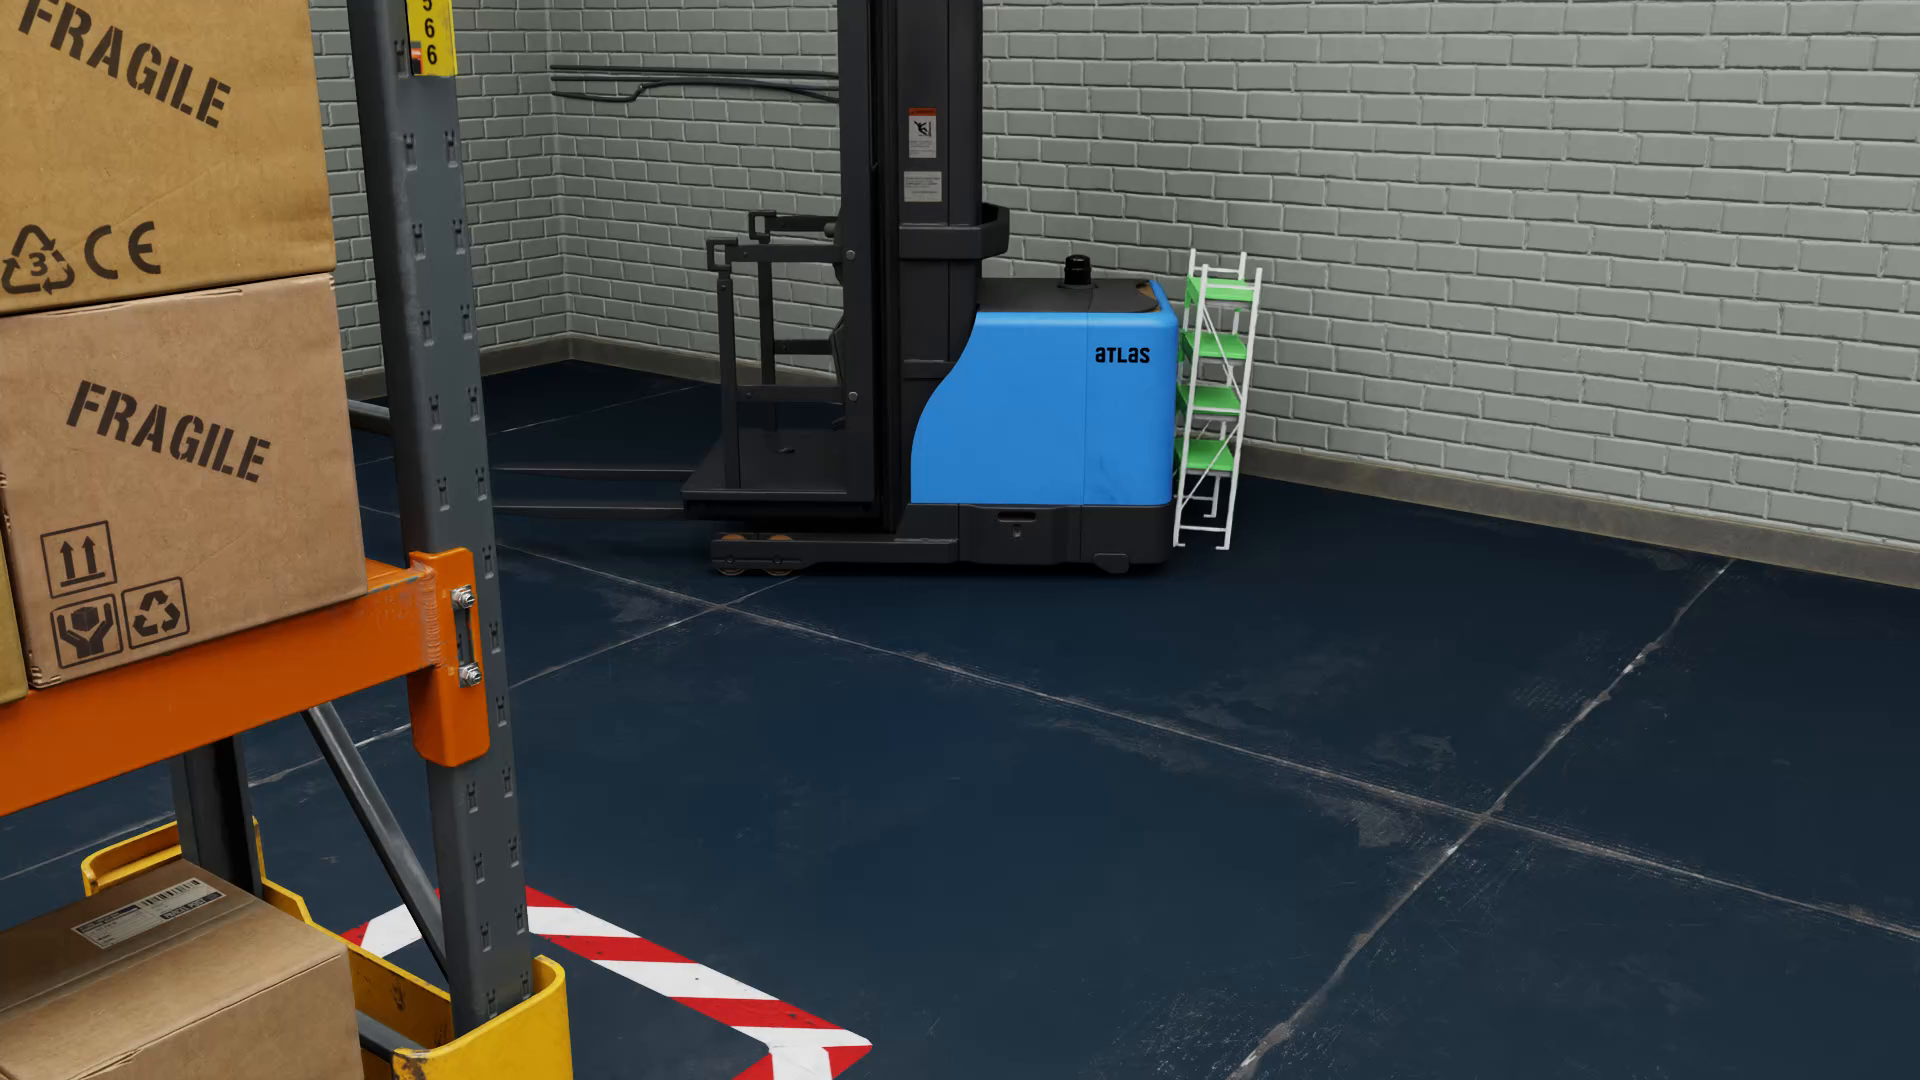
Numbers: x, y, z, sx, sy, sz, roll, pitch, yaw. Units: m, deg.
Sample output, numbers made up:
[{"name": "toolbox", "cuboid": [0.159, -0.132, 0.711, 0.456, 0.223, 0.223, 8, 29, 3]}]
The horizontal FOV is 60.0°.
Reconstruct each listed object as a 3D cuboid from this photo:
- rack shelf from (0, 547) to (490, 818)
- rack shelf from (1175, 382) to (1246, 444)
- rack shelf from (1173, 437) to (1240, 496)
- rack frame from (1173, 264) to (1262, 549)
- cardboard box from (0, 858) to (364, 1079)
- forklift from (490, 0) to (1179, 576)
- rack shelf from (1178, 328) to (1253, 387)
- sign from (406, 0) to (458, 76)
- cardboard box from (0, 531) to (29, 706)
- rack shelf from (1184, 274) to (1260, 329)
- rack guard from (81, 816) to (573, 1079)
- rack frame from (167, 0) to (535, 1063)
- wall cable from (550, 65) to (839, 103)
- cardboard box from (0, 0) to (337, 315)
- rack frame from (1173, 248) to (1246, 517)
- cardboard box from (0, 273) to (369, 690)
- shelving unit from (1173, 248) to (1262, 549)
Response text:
[{"name": "rack shelf", "cuboid": [-2.408, 0.573, 1.554, 1.077, 0.370, 4.000, 12, 21, 35]}, {"name": "rack shelf", "cuboid": [1.073, -0.553, 7.190, 0.258, 0.148, 0.480, 4, 17, 1]}, {"name": "rack shelf", "cuboid": [1.057, -0.325, 7.261, 0.258, 0.148, 0.480, 4, 17, 1]}, {"name": "rack frame", "cuboid": [1.069, -0.542, 6.938, 0.240, 1.200, 0.015, 4, 17, 1]}, {"name": "cardboard box", "cuboid": [-1.342, 0.910, 2.730, 0.500, 0.500, 0.500, 12, 21, 35]}, {"name": "forklift", "cuboid": [-0.628, -1.408, 6.835, 3.031, 2.935, 1.130, 1, 17, 2]}, {"name": "rack shelf", "cuboid": [1.088, -0.782, 7.118, 0.258, 0.148, 0.480, 4, 17, 1]}, {"name": "sign", "cuboid": [-0.782, -0.848, 2.431, 0.100, 0.325, 0.005, 12, 21, 35]}, {"name": "cardboard box", "cuboid": [-1.571, -0.016, 2.068, 0.500, 0.500, 0.500, 13, 21, 35]}, {"name": "rack shelf", "cuboid": [1.104, -1.010, 7.046, 0.258, 0.148, 0.480, 4, 17, 1]}, {"name": "rack guard", "cuboid": [-1.261, 0.965, 3.294, 1.175, 0.500, 0.348, 12, 21, 35]}, {"name": "rack frame", "cuboid": [-1.216, -0.247, 2.981, 1.000, 3.000, 0.127, 12, 21, 35]}, {"name": "wall cable", "cuboid": [-1.540, -3.788, 9.503, 3.097, 2.526, 0.112, 12, 21, 35]}, {"name": "cardboard box", "cuboid": [-1.261, -0.618, 2.320, 0.500, 0.500, 0.500, 12, 21, 34]}, {"name": "rack frame", "cuboid": [1.085, -0.686, 7.403, 0.240, 1.200, 0.015, 4, 17, 1]}, {"name": "cardboard box", "cuboid": [-1.264, -0.140, 2.468, 0.500, 0.500, 0.500, 13, 22, 36]}, {"name": "shelving unit", "cuboid": [1.077, -0.614, 7.171, 0.258, 1.200, 0.503, 4, 17, 1]}]
